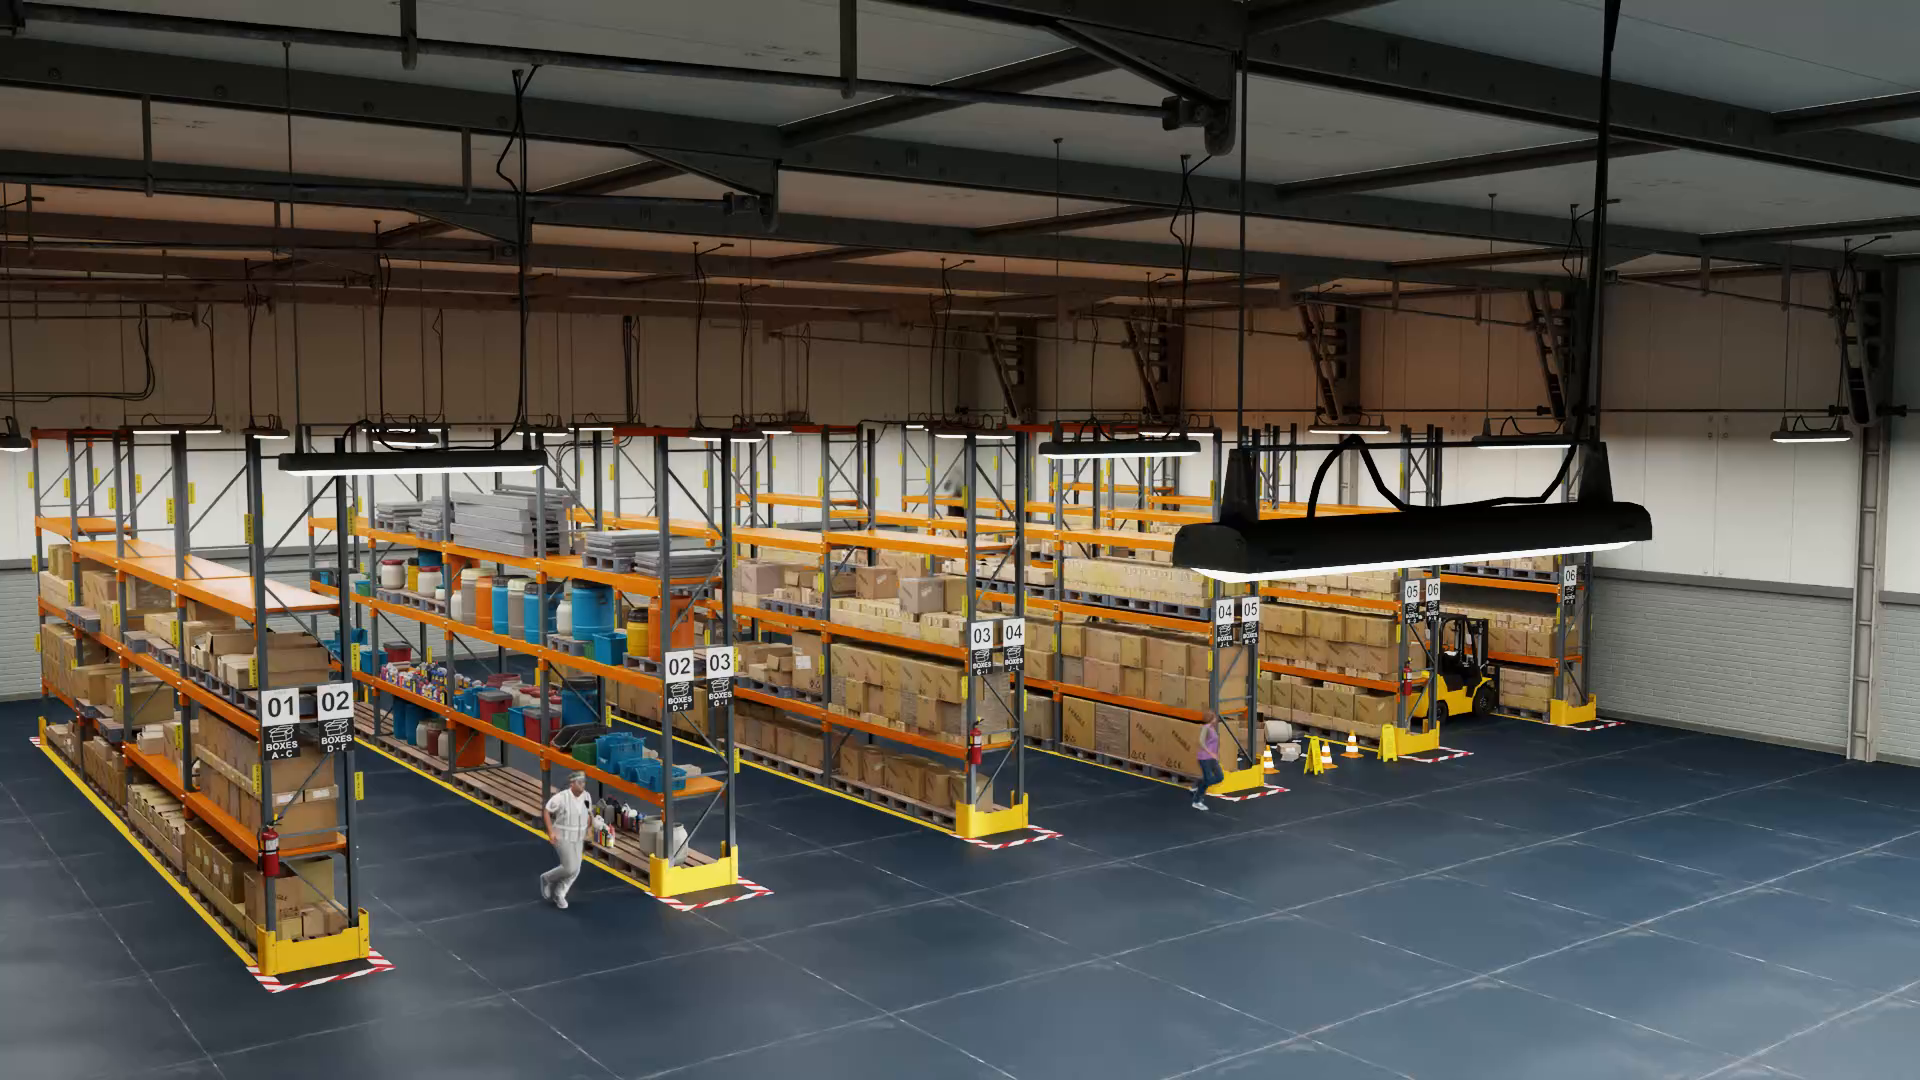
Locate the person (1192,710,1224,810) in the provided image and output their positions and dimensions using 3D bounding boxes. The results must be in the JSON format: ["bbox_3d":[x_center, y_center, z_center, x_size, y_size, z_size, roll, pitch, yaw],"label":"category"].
[{"bbox_3d":[3.976,3.487,26.470,0.465,1.543,0.603,2,5,27],"label":"person"}]

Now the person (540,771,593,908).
[{"bbox_3d":[-4.997,3.812,21.372,0.600,1.733,0.643,3,5,35],"label":"person"}]
